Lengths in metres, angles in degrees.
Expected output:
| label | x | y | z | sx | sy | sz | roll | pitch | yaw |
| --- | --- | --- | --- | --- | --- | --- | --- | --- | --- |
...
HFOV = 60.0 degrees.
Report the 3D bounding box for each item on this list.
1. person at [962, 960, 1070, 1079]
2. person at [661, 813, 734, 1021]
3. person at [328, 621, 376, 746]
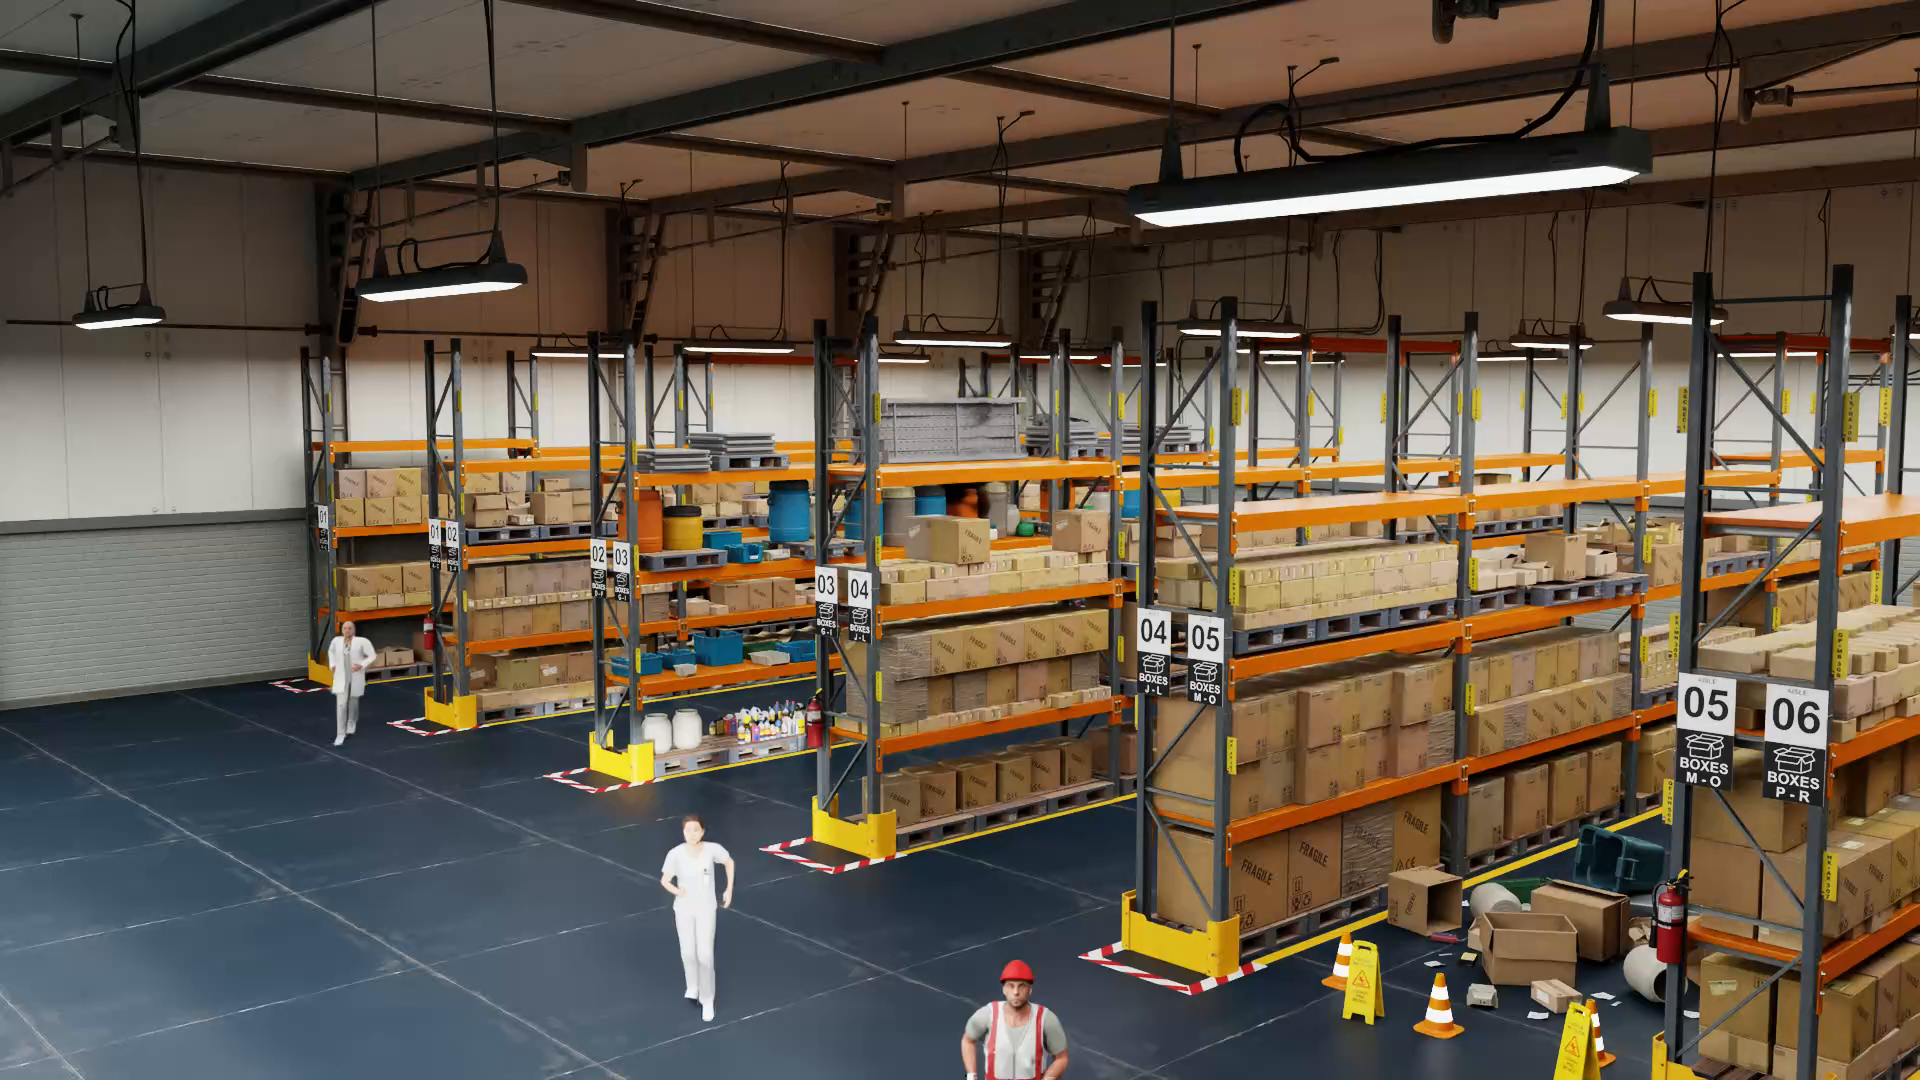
| label | x | y | z | sx | sy | sz | roll | pitch | yaw |
| --- | --- | --- | --- | --- | --- | --- | --- | --- | --- |
| person | 0.333 | 3.414 | 10.047 | 0.660 | 1.740 | 0.580 | 0 | 5 | 2 |
| person | -2.187 | 3.132 | 13.859 | 0.585 | 1.736 | 0.729 | 0 | 5 | -4 |
| person | -9.067 | 2.094 | 24.830 | 0.712 | 1.818 | 0.926 | -1 | 5 | -11 |
